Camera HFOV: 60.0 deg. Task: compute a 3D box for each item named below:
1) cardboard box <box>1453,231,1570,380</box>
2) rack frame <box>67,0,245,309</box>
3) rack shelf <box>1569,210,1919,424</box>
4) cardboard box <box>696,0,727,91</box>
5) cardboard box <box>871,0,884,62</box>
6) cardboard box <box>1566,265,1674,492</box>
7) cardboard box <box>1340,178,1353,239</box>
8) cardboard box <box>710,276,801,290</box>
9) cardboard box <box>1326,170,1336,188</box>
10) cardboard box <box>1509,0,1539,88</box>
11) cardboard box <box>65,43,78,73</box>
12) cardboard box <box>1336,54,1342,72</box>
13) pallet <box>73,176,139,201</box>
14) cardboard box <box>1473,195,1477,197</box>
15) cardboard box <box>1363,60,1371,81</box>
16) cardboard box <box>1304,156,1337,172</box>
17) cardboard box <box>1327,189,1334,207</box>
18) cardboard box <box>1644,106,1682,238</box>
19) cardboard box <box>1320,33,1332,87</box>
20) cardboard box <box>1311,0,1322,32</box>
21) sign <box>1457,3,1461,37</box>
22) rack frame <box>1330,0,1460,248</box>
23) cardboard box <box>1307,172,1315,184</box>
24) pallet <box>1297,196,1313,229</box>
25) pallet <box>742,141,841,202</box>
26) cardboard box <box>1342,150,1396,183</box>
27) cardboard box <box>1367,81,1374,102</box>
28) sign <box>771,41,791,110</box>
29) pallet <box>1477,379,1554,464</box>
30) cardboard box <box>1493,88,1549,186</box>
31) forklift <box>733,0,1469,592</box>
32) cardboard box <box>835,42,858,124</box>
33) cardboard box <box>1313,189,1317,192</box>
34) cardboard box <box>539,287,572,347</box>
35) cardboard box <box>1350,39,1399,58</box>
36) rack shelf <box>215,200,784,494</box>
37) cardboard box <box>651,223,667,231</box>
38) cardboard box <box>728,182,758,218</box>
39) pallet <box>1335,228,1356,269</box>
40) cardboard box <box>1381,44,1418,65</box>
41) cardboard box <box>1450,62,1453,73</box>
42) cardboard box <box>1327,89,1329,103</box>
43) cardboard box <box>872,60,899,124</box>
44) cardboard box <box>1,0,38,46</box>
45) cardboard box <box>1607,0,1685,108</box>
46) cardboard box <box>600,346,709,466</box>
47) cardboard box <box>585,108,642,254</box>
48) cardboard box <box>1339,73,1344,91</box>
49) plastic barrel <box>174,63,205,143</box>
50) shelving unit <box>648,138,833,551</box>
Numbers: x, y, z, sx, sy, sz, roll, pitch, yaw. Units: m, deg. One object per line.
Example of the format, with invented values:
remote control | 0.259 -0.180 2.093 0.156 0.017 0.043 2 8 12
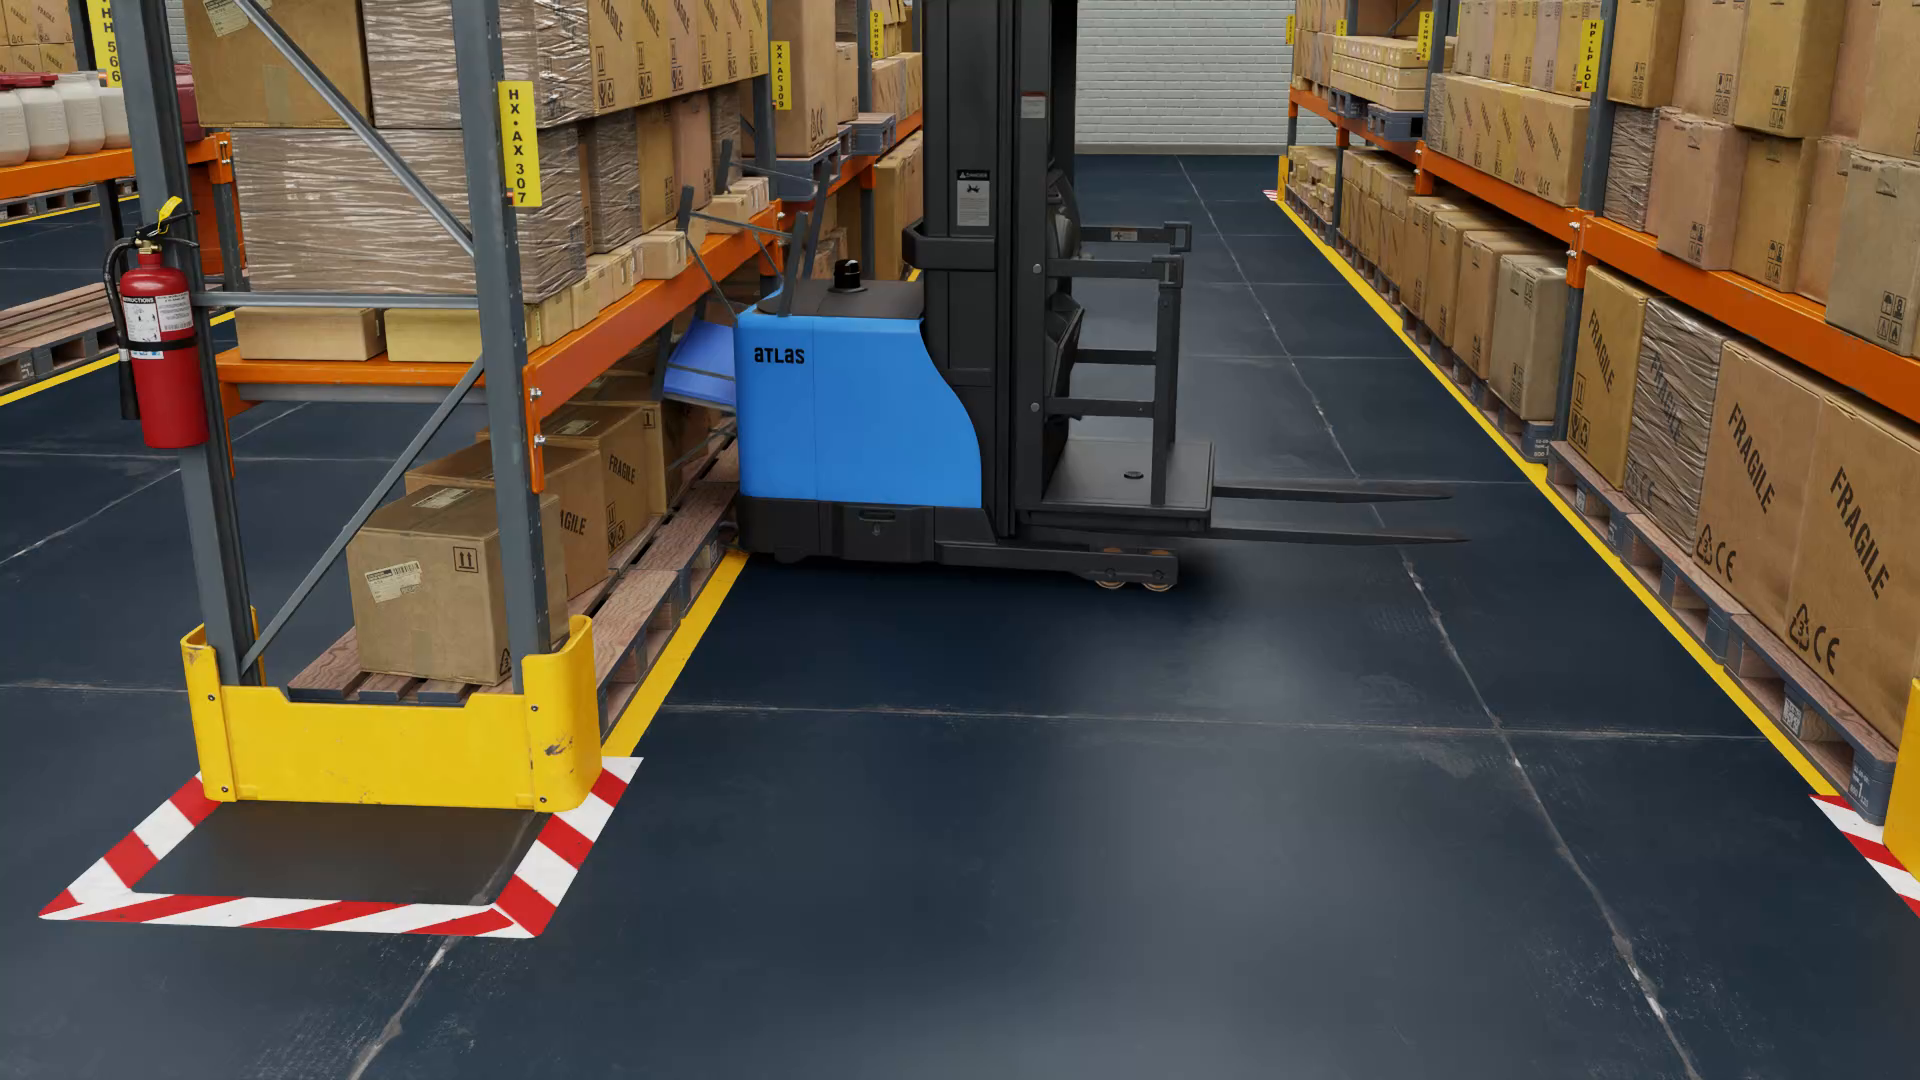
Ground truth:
cardboard box | 3.536 -1.381 9.760 1.050 0.750 0.750 1 18 4
rack frame | -6.085 -3.252 12.529 1.000 3.000 0.127 1 18 4
rack shelf | 3.365 -0.793 6.183 1.077 0.370 4.000 1 18 4
cardboard box | -1.261 -2.106 6.789 0.500 0.500 0.500 1 18 4
cardboard box | -1.027 -4.094 13.329 0.797 0.503 0.637 2 18 5
cardboard box | 3.394 -0.753 7.640 0.875 0.875 0.875 2 18 5
cardboard box | 3.764 -3.029 15.191 0.500 0.500 0.500 2 18 6
cardboard box | -1.313 -1.258 9.752 0.700 0.500 0.500 1 18 4
cardboard box | 3.827 -3.565 16.435 0.380 0.149 0.250 2 18 5
cardboard box | 3.647 -2.907 9.711 0.700 0.500 0.500 1 18 3
cardboard box | -10.287 -5.434 19.029 0.500 0.500 0.500 1 18 4
cardboard box | 3.578 -4.270 14.889 0.380 0.149 0.250 1 18 3
pallet | -10.513 -4.251 20.059 1.003 0.211 1.213 1 18 4
cardboard box | 4.086 -2.576 12.602 0.500 0.250 0.500 0 18 1
cardboard box | 3.467 -3.785 13.407 0.380 0.149 0.250 2 18 5
cardboard box | 3.918 -4.047 17.904 0.380 0.149 0.250 2 18 5
cardboard box | 3.787 -3.332 16.202 0.380 0.149 0.250 2 18 5
cardboard box | 3.477 -1.542 7.070 0.875 0.550 0.550 1 18 4
cardboard box | 3.873 -4.748 16.457 0.500 0.500 0.500 1 18 2
cardboard box | 3.949 -5.538 17.262 0.500 0.500 0.500 1 18 2
sign | 4.636 -4.780 15.334 0.100 0.325 0.005 1 18 4
rack frame | 4.082 -4.241 15.549 1.000 3.000 0.127 1 18 4
cardboard box | 4.019 -3.989 18.206 0.380 0.149 0.250 0 18 1
pallet | 4.180 -3.505 17.782 1.003 0.211 1.213 1 18 4
pallet | -1.232 -2.042 9.144 1.003 0.211 1.213 1 18 4
cardboard box | 3.765 -3.386 15.074 0.500 0.250 0.500 0 18 1
cardboard box | 3.449 -3.560 13.201 0.380 0.149 0.250 0 18 1
sign | -0.890 -2.300 8.236 0.100 0.325 0.005 1 18 4
pallet | 3.489 -0.673 9.137 1.003 0.211 1.213 1 18 4
cardboard box | 3.352 -2.286 9.422 0.500 0.500 0.500 1 18 4
forklift | 0.617 -1.361 6.870 3.031 2.935 1.130 3 18 9
cardboard box | -1.084 -3.044 11.060 0.700 0.500 0.500 4 19 12
cardboard box | 3.930 -3.616 17.546 0.380 0.149 0.250 2 18 5
cardboard box | -1.423 -0.697 5.137 0.380 0.149 0.250 1 18 4
cardboard box | 3.522 -4.169 14.102 0.380 0.149 0.250 1 18 3
rack shelf | -1.575 -0.936 6.616 1.077 0.370 4.000 1 18 4
cardboard box | -1.370 -1.164 6.563 0.380 0.149 0.250 1 18 4
cardboard box | -1.181 -1.628 7.979 0.380 0.149 0.250 1 18 4
pallet | 4.028 -2.674 15.245 1.003 0.211 1.213 1 18 4
cardboard box | 3.412 -3.683 12.621 0.380 0.149 0.250 2 18 6
cardboard box | 4.121 -3.766 13.350 0.380 0.149 0.250 1 18 3
cardboard box | 3.779 -4.298 16.126 0.380 0.149 0.250 1 18 2
cardboard box | -0.771 -3.653 13.593 0.500 0.500 0.500 1 18 3
cardboard box | -10.350 -5.588 17.894 0.500 0.500 0.500 1 18 2
cardboard box | 3.448 -2.227 7.428 0.875 0.550 0.550 1 18 4
cardboard box | -1.534 -0.609 7.804 0.500 0.500 0.500 7 20 21
cardboard box | -1.656 -1.328 6.019 0.875 0.500 0.500 1 18 4
cardboard box | 3.559 -4.045 14.681 0.380 0.149 0.250 1 18 4
plastic barrel | -5.816 -3.165 12.047 0.600 0.536 0.708 1 18 4
shelving unit | -0.997 -0.883 7.342 0.538 1.500 1.048 12 24 -4
